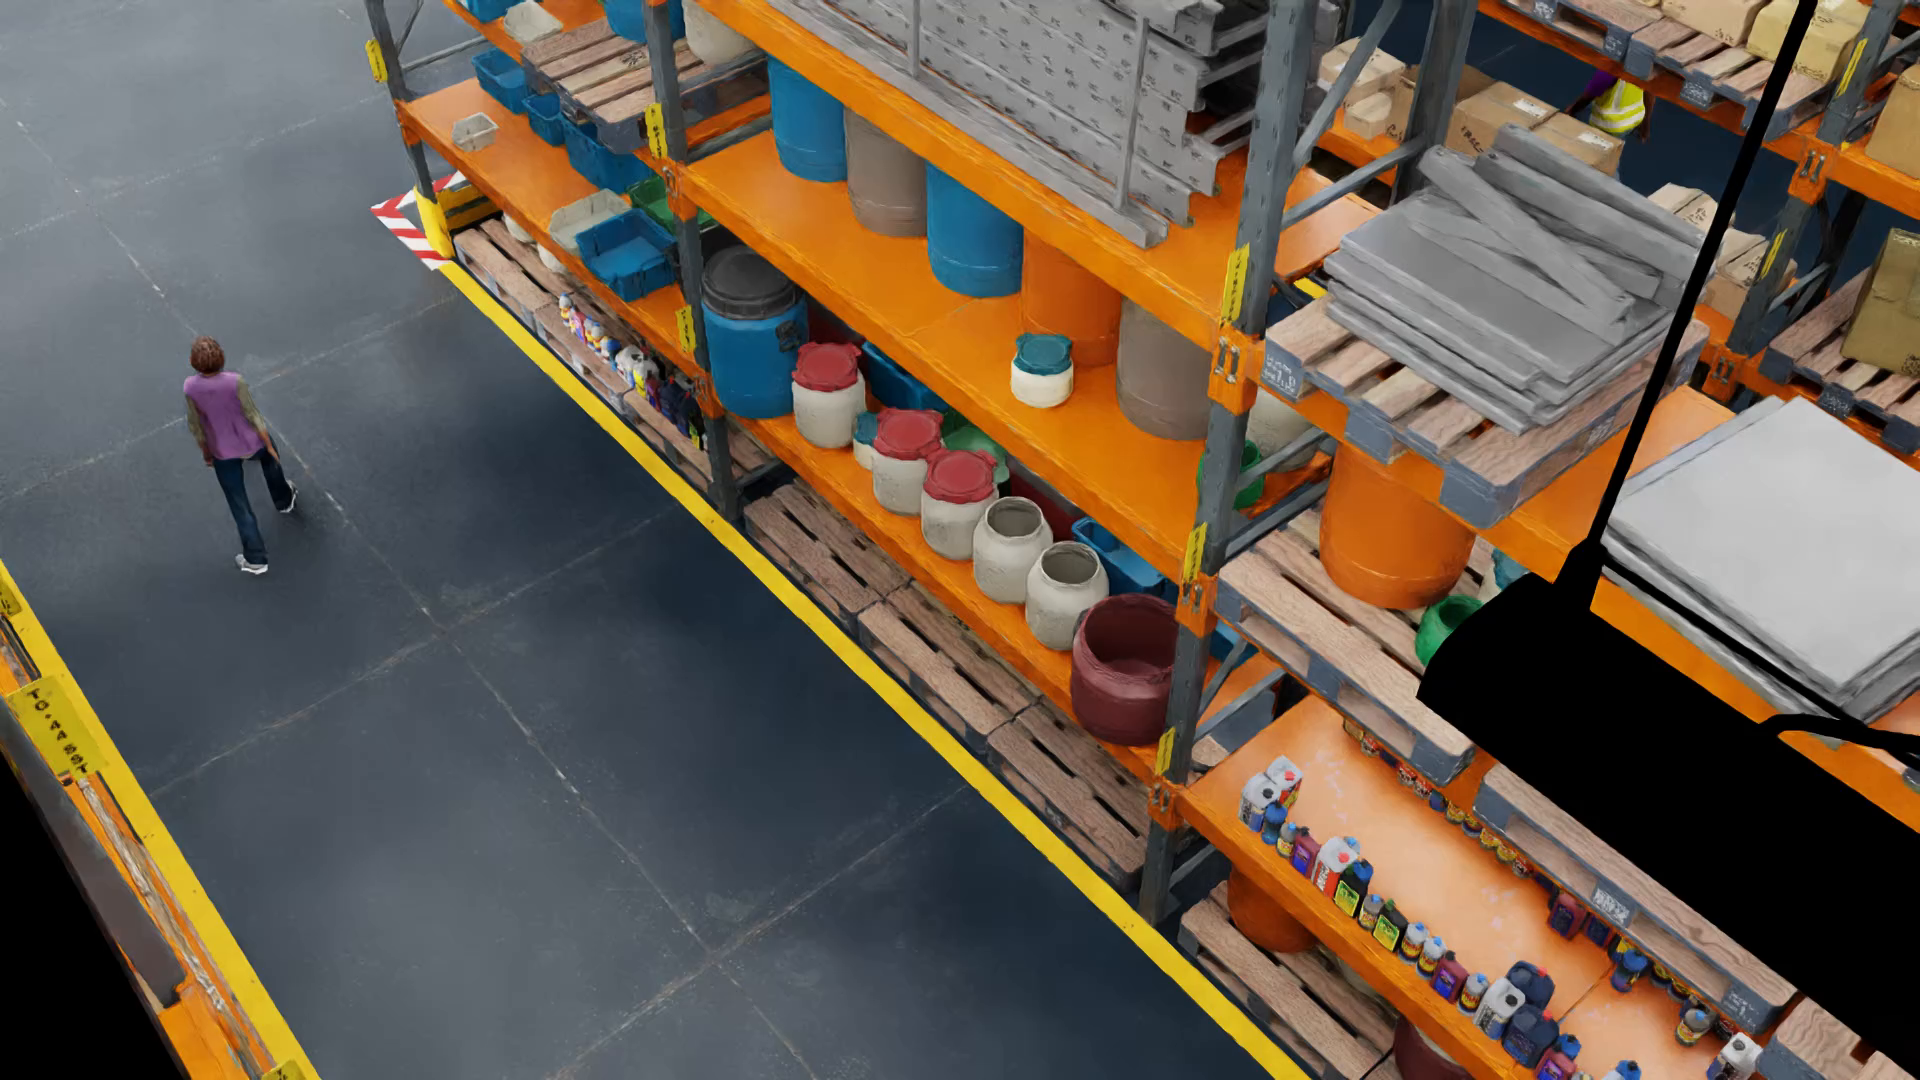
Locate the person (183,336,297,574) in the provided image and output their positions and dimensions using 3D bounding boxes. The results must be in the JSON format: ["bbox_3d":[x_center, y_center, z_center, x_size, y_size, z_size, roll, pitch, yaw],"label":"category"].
[{"bbox_3d":[-4.547,-0.567,10.452,0.455,1.531,0.868,-14,48,-13],"label":"person"}]

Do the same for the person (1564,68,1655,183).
[{"bbox_3d":[5.030,-3.292,12.919,0.570,1.708,1.040,-24,51,-21],"label":"person"}]
